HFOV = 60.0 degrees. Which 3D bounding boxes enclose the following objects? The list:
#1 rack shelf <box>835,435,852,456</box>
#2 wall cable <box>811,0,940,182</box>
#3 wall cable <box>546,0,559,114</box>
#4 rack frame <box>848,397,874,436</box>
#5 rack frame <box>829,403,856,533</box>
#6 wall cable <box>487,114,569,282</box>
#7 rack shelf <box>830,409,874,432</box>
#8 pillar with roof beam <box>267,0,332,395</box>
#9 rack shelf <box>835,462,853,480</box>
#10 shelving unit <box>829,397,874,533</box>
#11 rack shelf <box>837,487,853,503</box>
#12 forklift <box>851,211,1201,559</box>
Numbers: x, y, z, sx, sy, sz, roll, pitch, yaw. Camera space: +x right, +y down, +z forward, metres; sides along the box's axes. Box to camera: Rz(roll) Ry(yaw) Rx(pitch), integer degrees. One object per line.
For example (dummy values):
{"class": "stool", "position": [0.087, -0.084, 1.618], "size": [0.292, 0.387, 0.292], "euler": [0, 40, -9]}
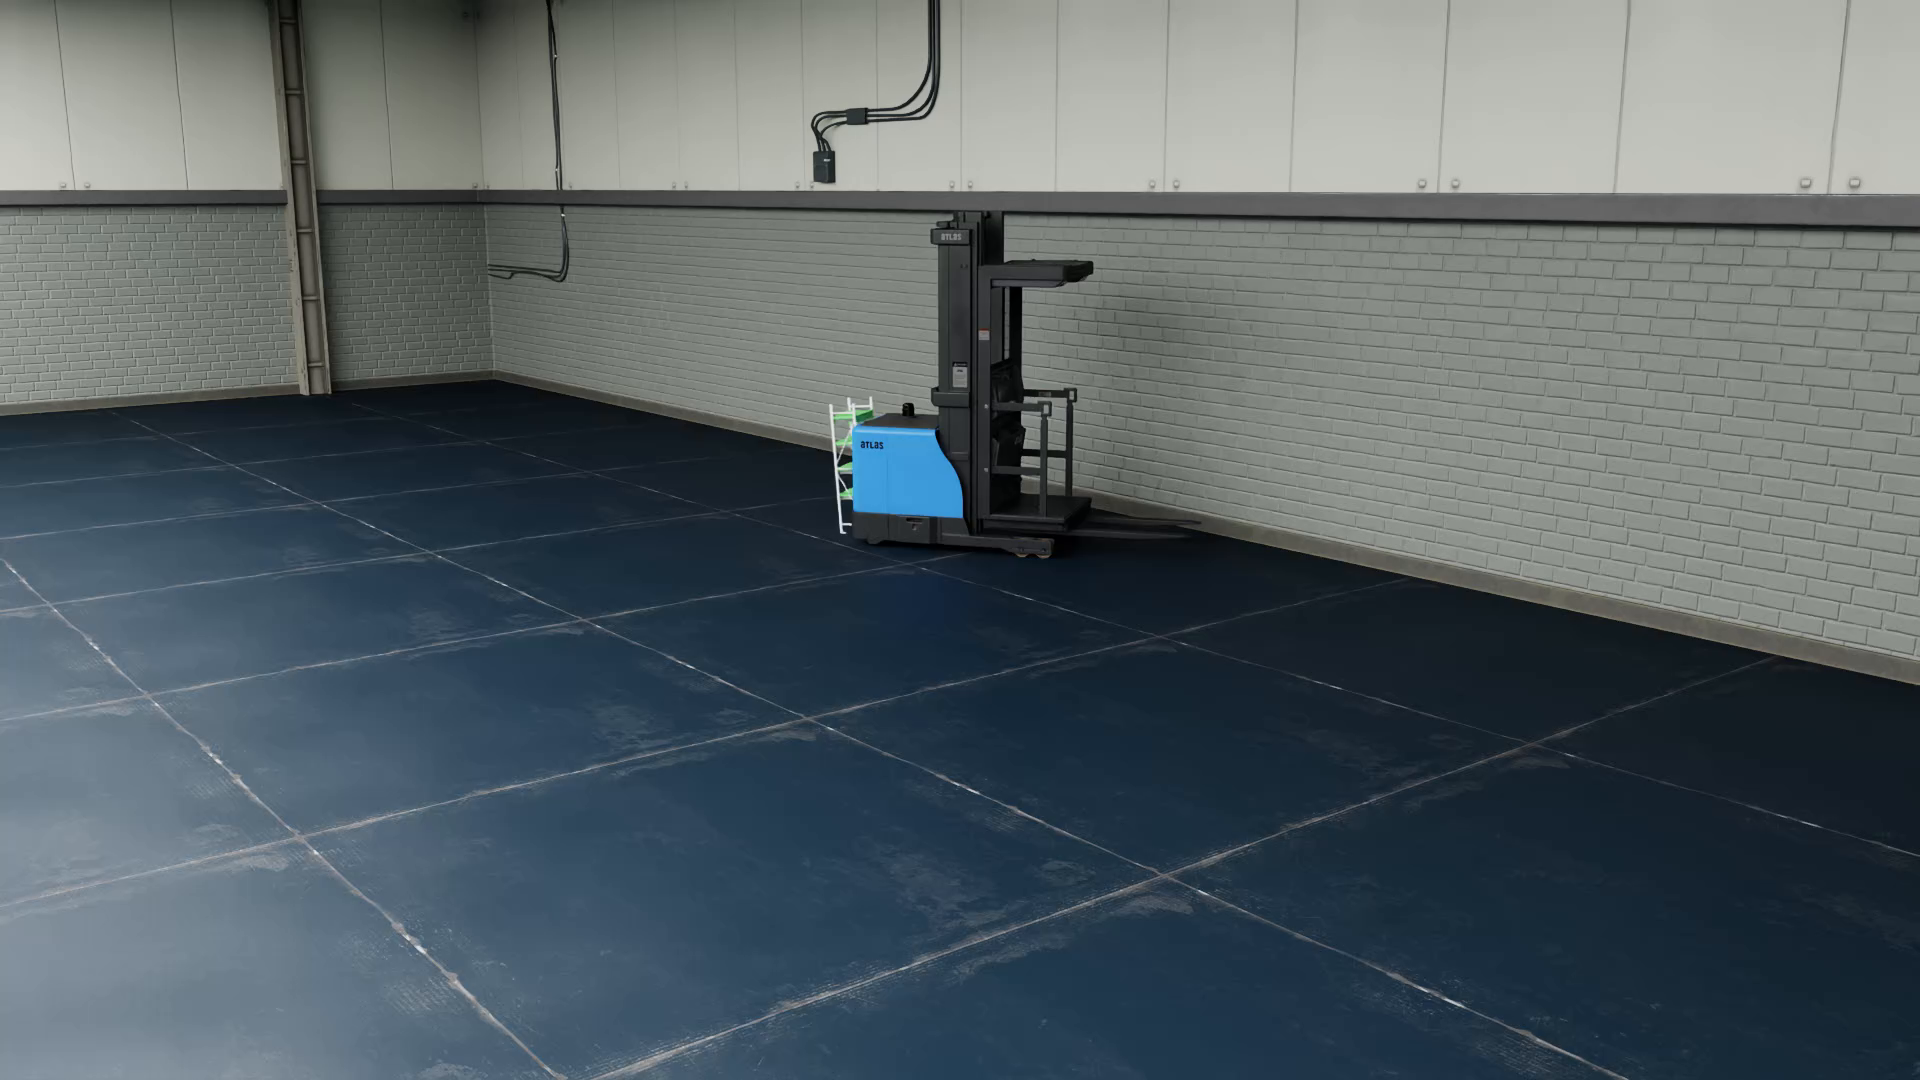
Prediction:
{"class": "rack shelf", "position": [-0.979, -0.876, 15.478], "size": [0.258, 0.148, 0.480], "euler": [-1, 11, 16]}
{"class": "wall cable", "position": [-0.979, -6.973, 18.116], "size": [0.169, 6.003, 2.305], "euler": [-9, 15, -38]}
{"class": "wall cable", "position": [-5.208, -7.364, 23.461], "size": [0.112, 2.526, 3.097], "euler": [-9, 15, -38]}
{"class": "rack frame", "position": [-0.900, -0.752, 15.740], "size": [0.240, 1.200, 0.015], "euler": [-1, 11, 16]}
{"class": "rack frame", "position": [-1.034, -0.655, 15.281], "size": [0.240, 1.200, 0.015], "euler": [-1, 11, 16]}
{"class": "wall cable", "position": [-6.898, -5.332, 26.052], "size": [0.112, 2.526, 3.097], "euler": [-9, 15, -38]}
{"class": "rack shelf", "position": [-0.996, -1.111, 15.433], "size": [0.258, 0.148, 0.480], "euler": [-1, 11, 16]}
{"class": "pillar with roof beam", "position": [-7.335, -5.985, 21.651], "size": [0.400, 9.000, 9.100], "euler": [-9, 15, -38]}
{"class": "rack shelf", "position": [-0.963, -0.641, 15.523], "size": [0.258, 0.148, 0.480], "euler": [-1, 11, 16]}
{"class": "shelving unit", "position": [-0.967, -0.704, 15.511], "size": [0.258, 1.200, 0.503], "euler": [-1, 11, 16]}
{"class": "rack shelf", "position": [-0.946, -0.406, 15.568], "size": [0.258, 0.148, 0.480], "euler": [-1, 11, 16]}
{"class": "forklift", "position": [0.604, -1.397, 14.650], "size": [3.031, 2.935, 1.130], "euler": [4, 12, 16]}
